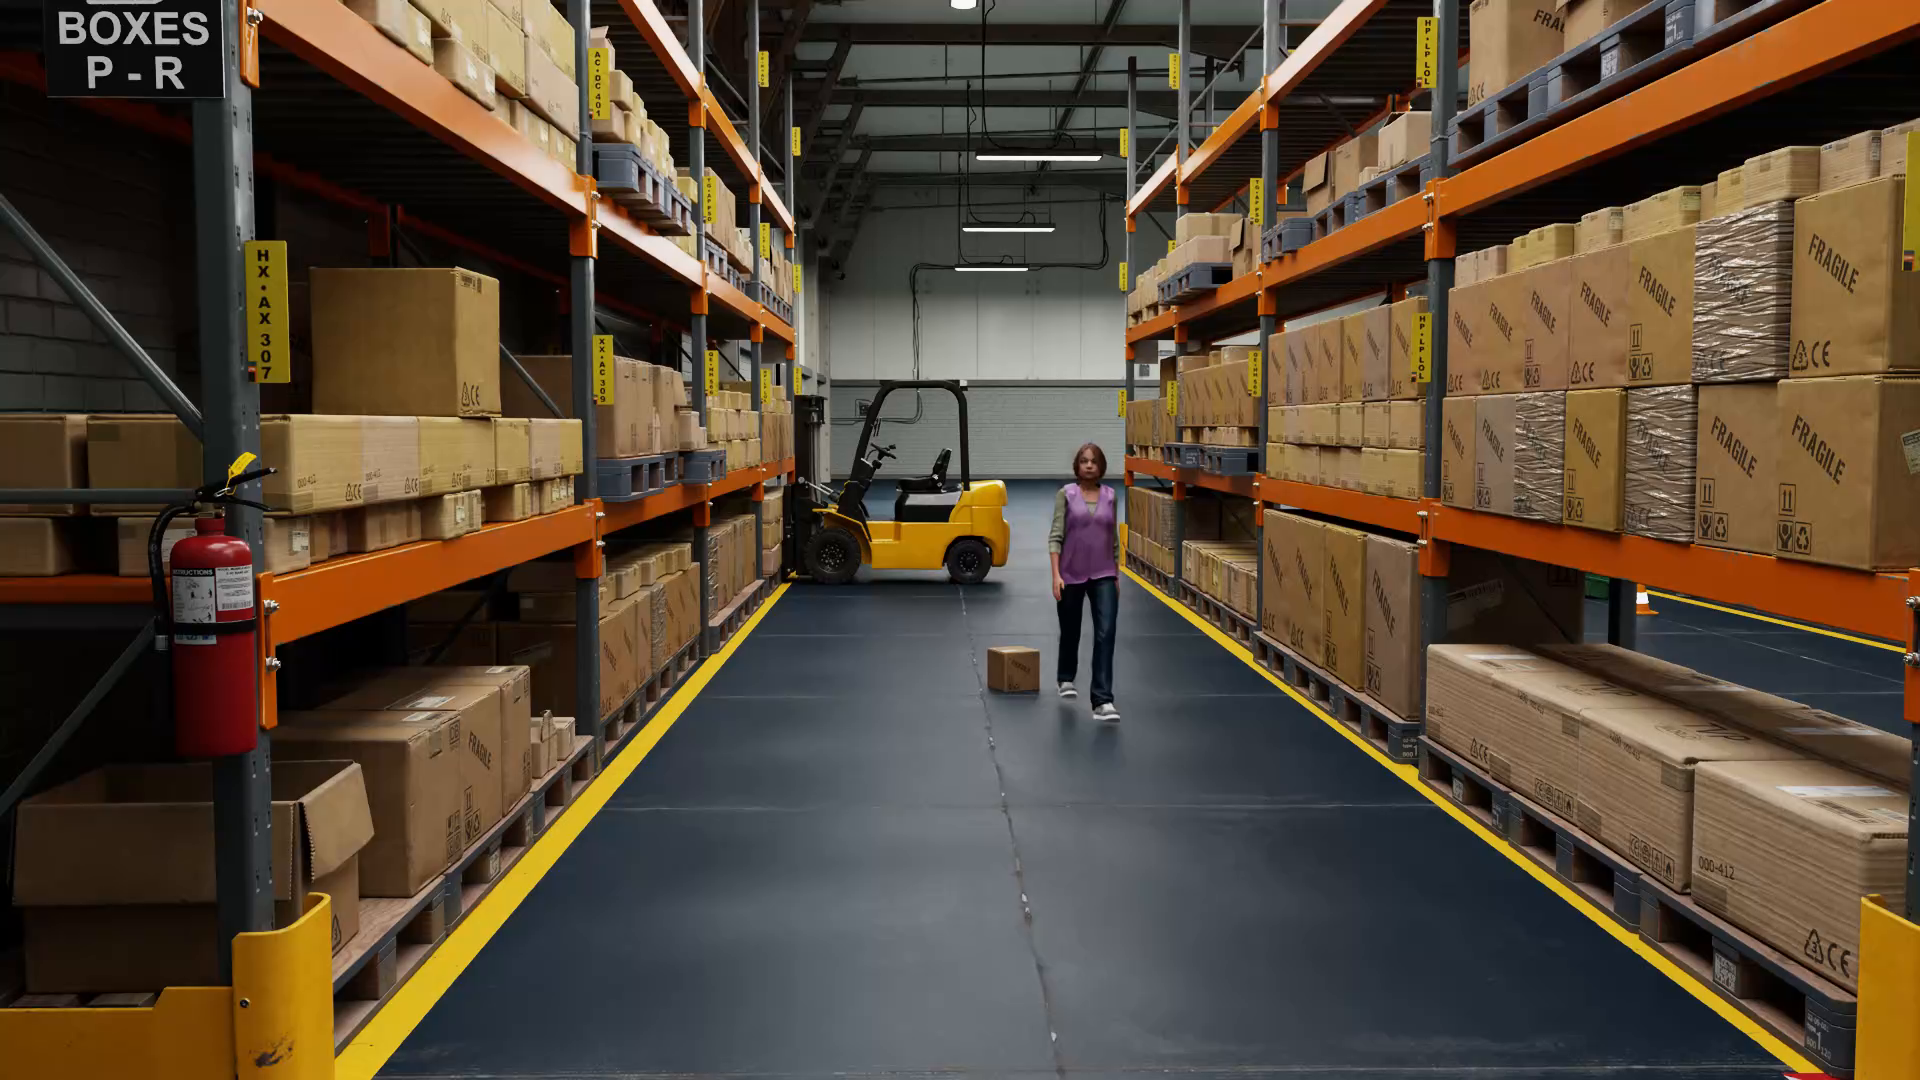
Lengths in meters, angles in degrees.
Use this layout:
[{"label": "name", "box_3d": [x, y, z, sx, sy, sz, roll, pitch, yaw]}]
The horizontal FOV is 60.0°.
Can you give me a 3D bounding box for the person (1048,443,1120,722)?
[{"label": "person", "box_3d": [0.714, 0.222, 9.484, 0.424, 1.549, 0.910, 0, 4, -2]}]
